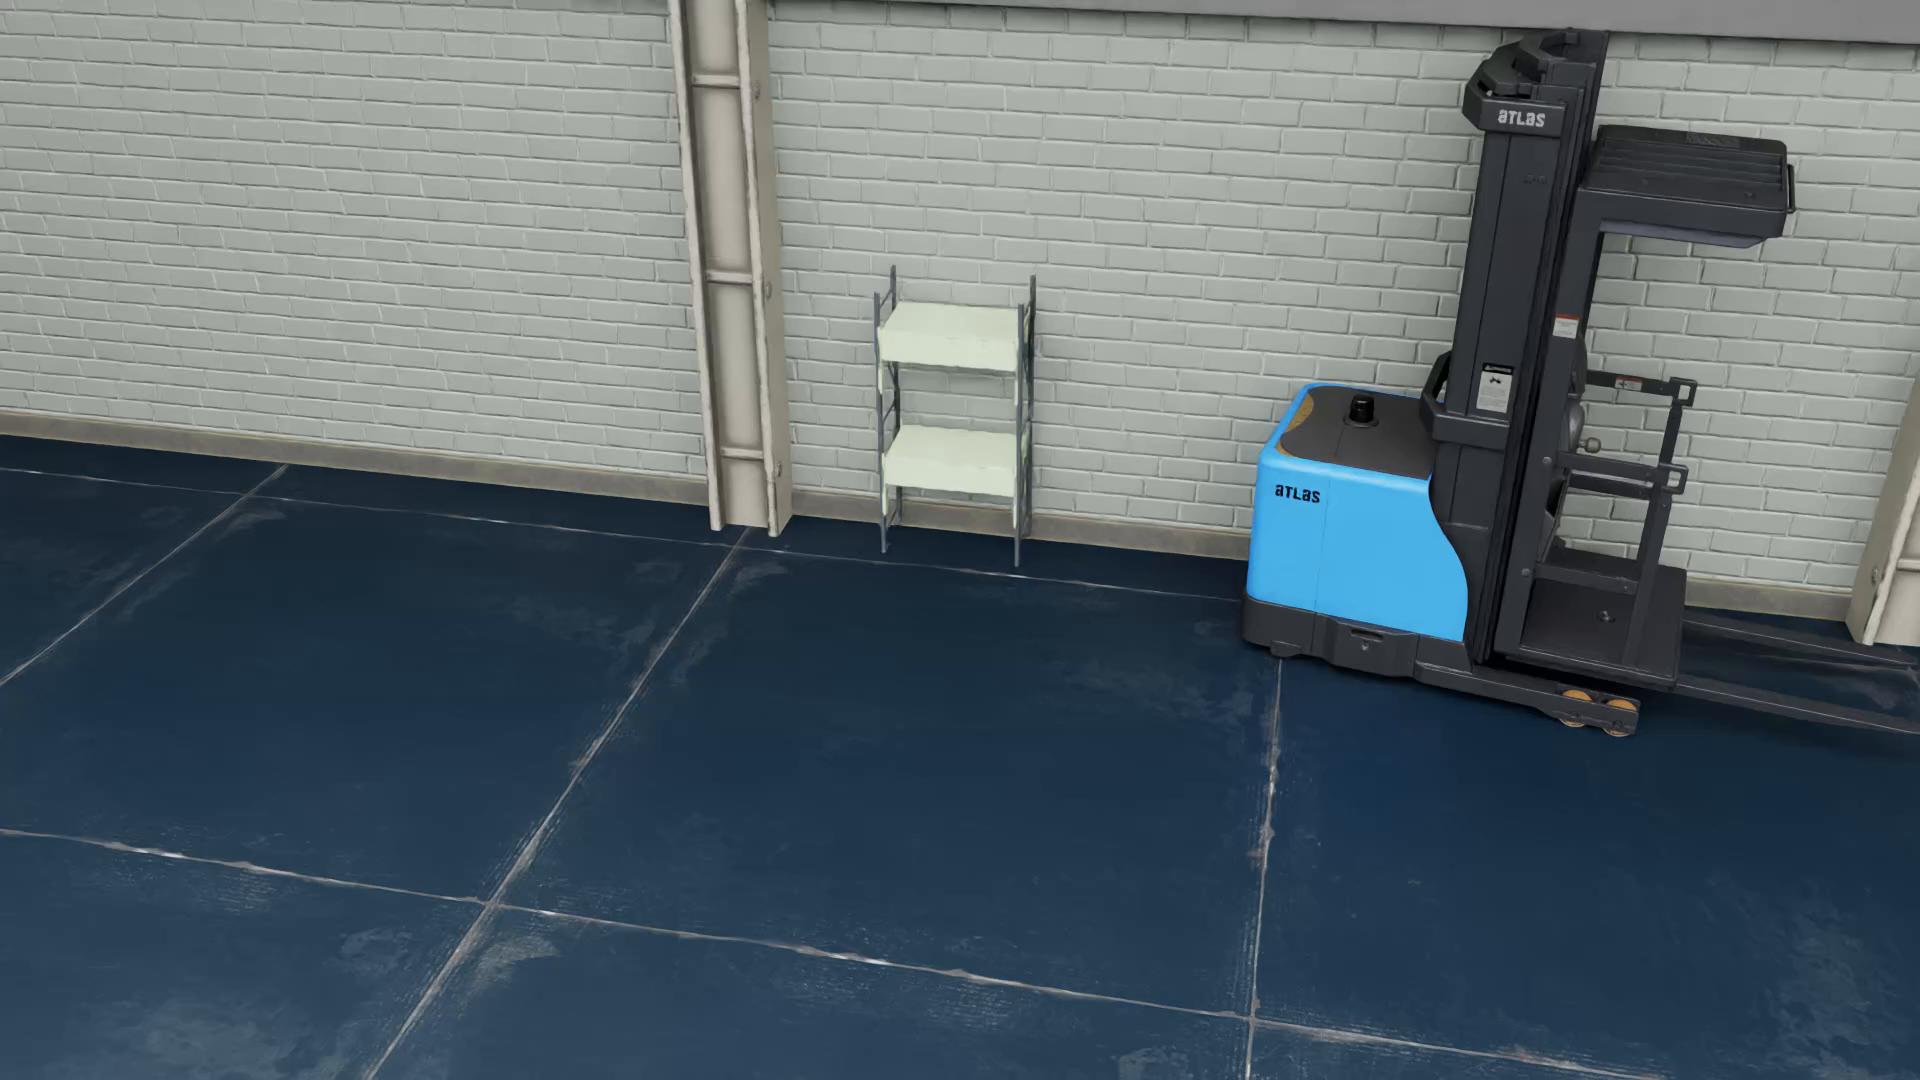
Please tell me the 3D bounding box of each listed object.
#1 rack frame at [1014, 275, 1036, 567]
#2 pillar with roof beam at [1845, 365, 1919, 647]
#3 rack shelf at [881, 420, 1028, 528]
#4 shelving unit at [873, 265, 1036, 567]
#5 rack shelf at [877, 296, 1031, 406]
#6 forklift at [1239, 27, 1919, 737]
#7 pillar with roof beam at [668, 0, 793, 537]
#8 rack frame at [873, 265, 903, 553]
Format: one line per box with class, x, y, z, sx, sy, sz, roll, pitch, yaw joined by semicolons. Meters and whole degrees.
rack frame;0.339;-0.604;8.679;0.023;1.500;0.400;6;31;10
pillar with roof beam;3.791;-1.434;2.499;0.400;9.000;9.100;6;29;11
rack shelf;-0.018;-0.359;8.909;0.720;0.370;0.431;6;31;10
shelving unit;-0.019;-0.640;8.744;0.755;1.500;0.431;6;31;10
rack shelf;-0.021;-0.976;8.546;0.720;0.370;0.431;6;31;10
forklift;2.952;-0.677;7.435;3.031;2.935;1.130;12;31;20
pillar with roof beam;-2.077;-2.036;3.598;0.400;9.000;9.100;6;29;11
rack frame;-0.378;-0.676;8.808;0.023;1.500;0.400;6;31;10
